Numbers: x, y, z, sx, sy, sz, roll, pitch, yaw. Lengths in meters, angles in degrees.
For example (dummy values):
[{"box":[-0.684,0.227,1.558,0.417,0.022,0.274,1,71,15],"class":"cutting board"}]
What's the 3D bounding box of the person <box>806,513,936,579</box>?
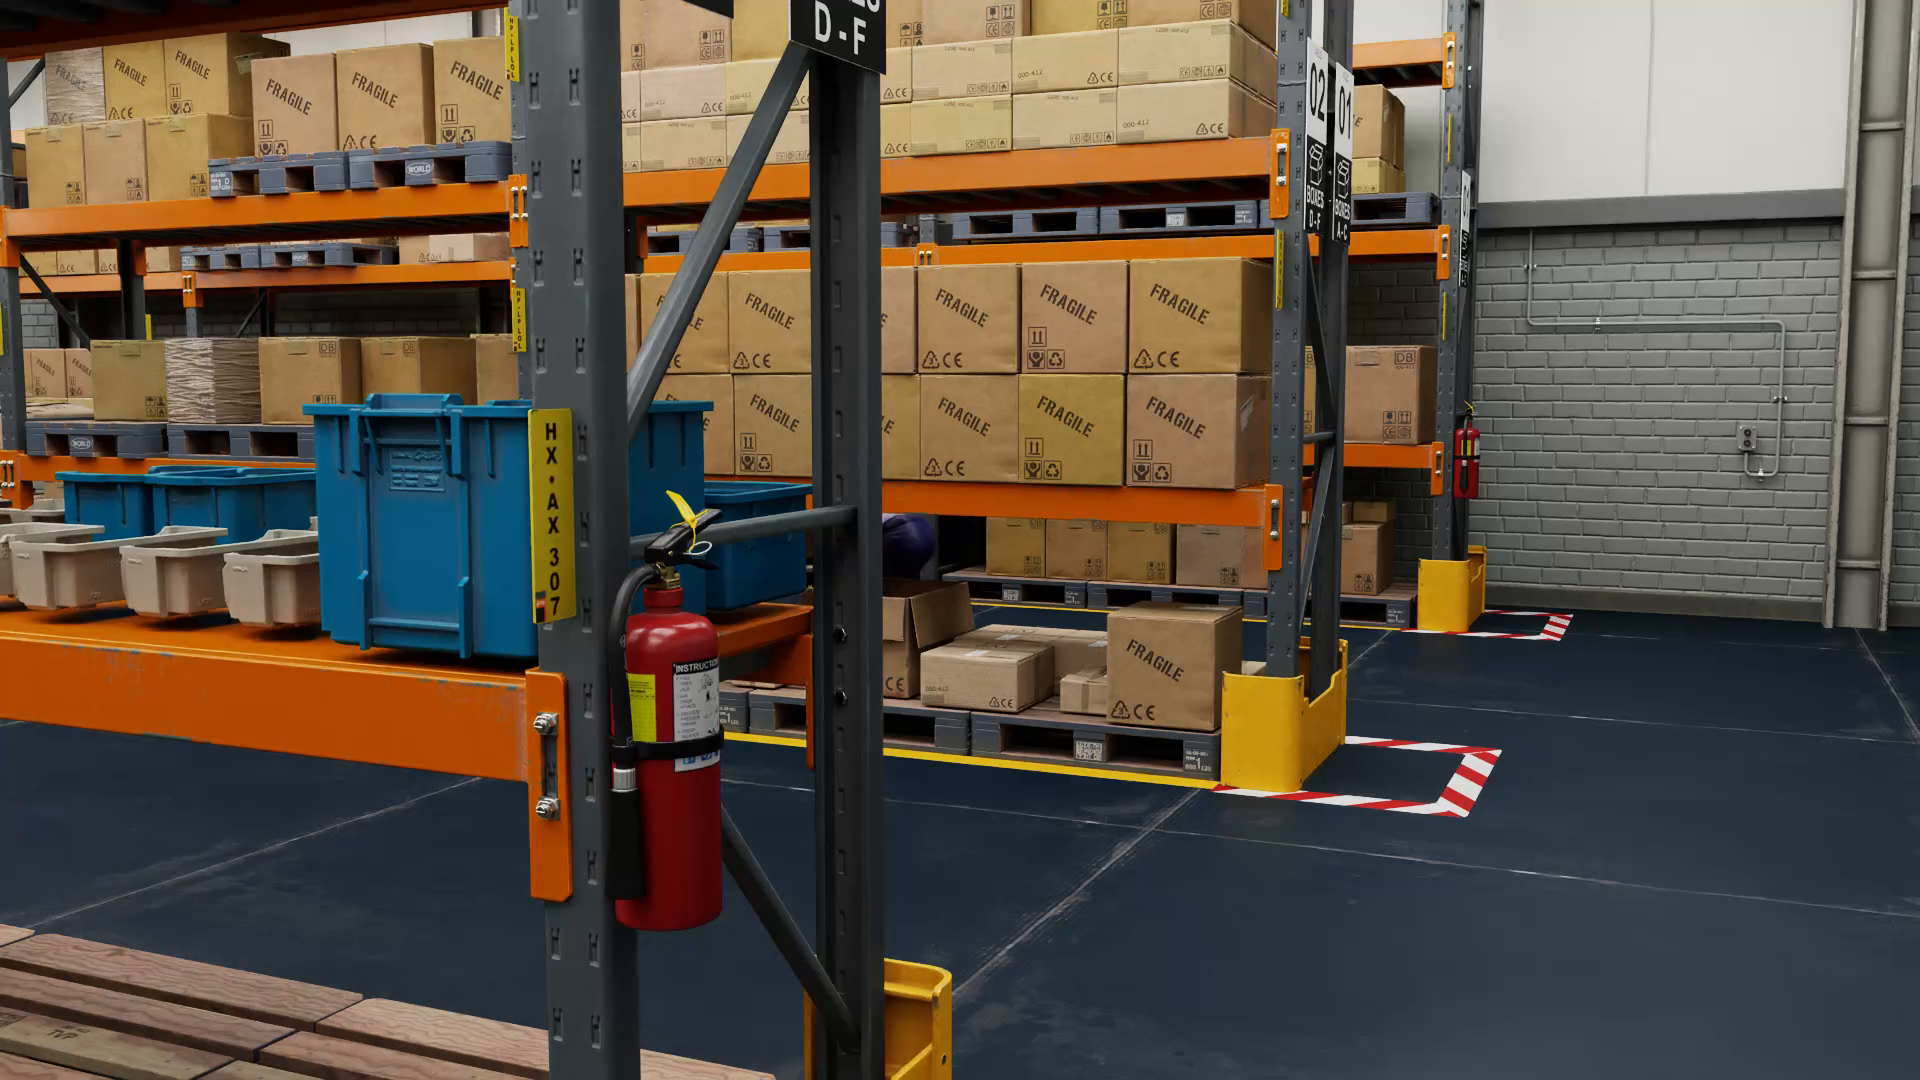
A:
[{"box":[-0.611,0.289,10.300,0.911,0.989,0.488,2,6,21],"class":"person"}]
